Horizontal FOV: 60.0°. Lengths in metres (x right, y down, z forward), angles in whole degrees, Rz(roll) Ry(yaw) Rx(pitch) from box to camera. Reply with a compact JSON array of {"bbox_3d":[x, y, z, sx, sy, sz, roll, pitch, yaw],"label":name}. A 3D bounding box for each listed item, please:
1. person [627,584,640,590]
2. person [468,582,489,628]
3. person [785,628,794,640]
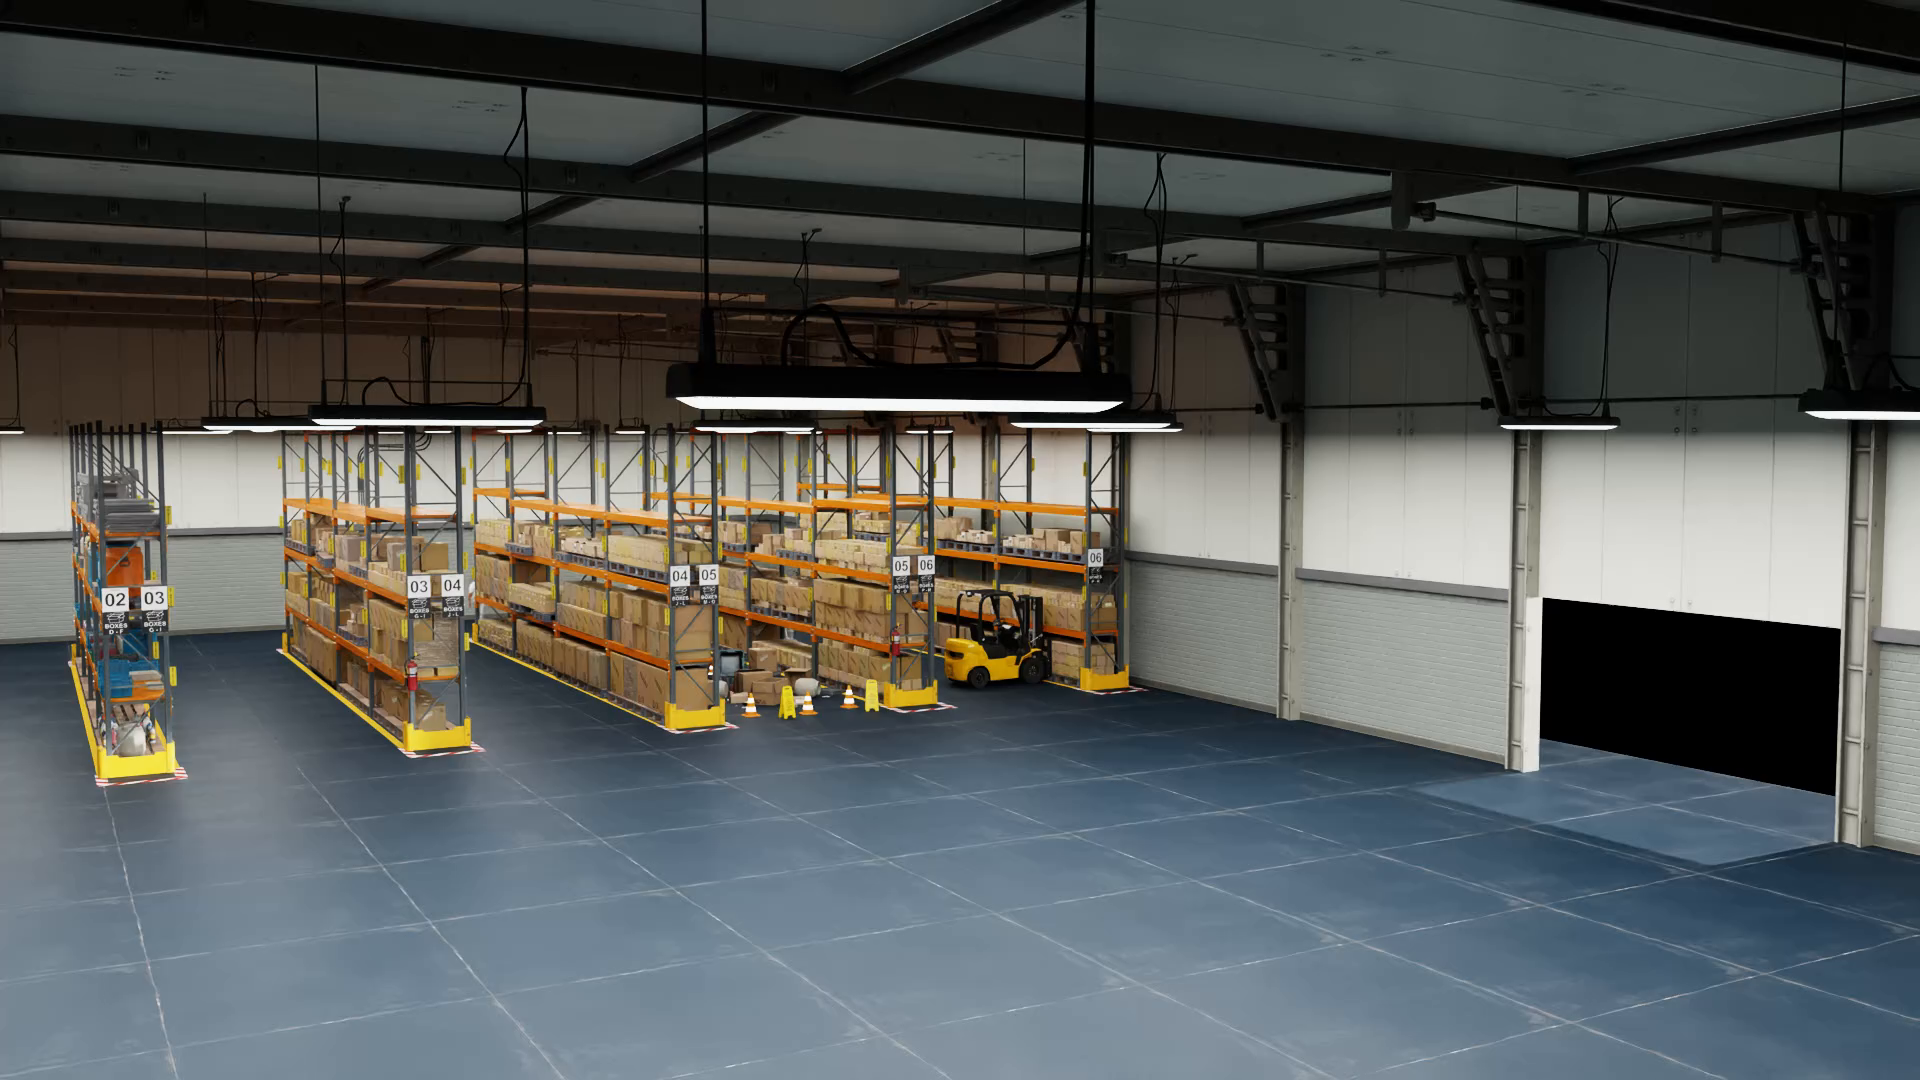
[{"bbox_3d":[-10.335,1.676,52.584,0.507,1.719,0.457,1,4,22],"label":"person"},{"bbox_3d":[-14.208,1.813,49.054,0.543,1.698,1.094,0,4,6],"label":"person"},{"bbox_3d":[-4.666,2.029,45.273,0.678,1.781,0.509,-2,4,-24],"label":"person"}]
